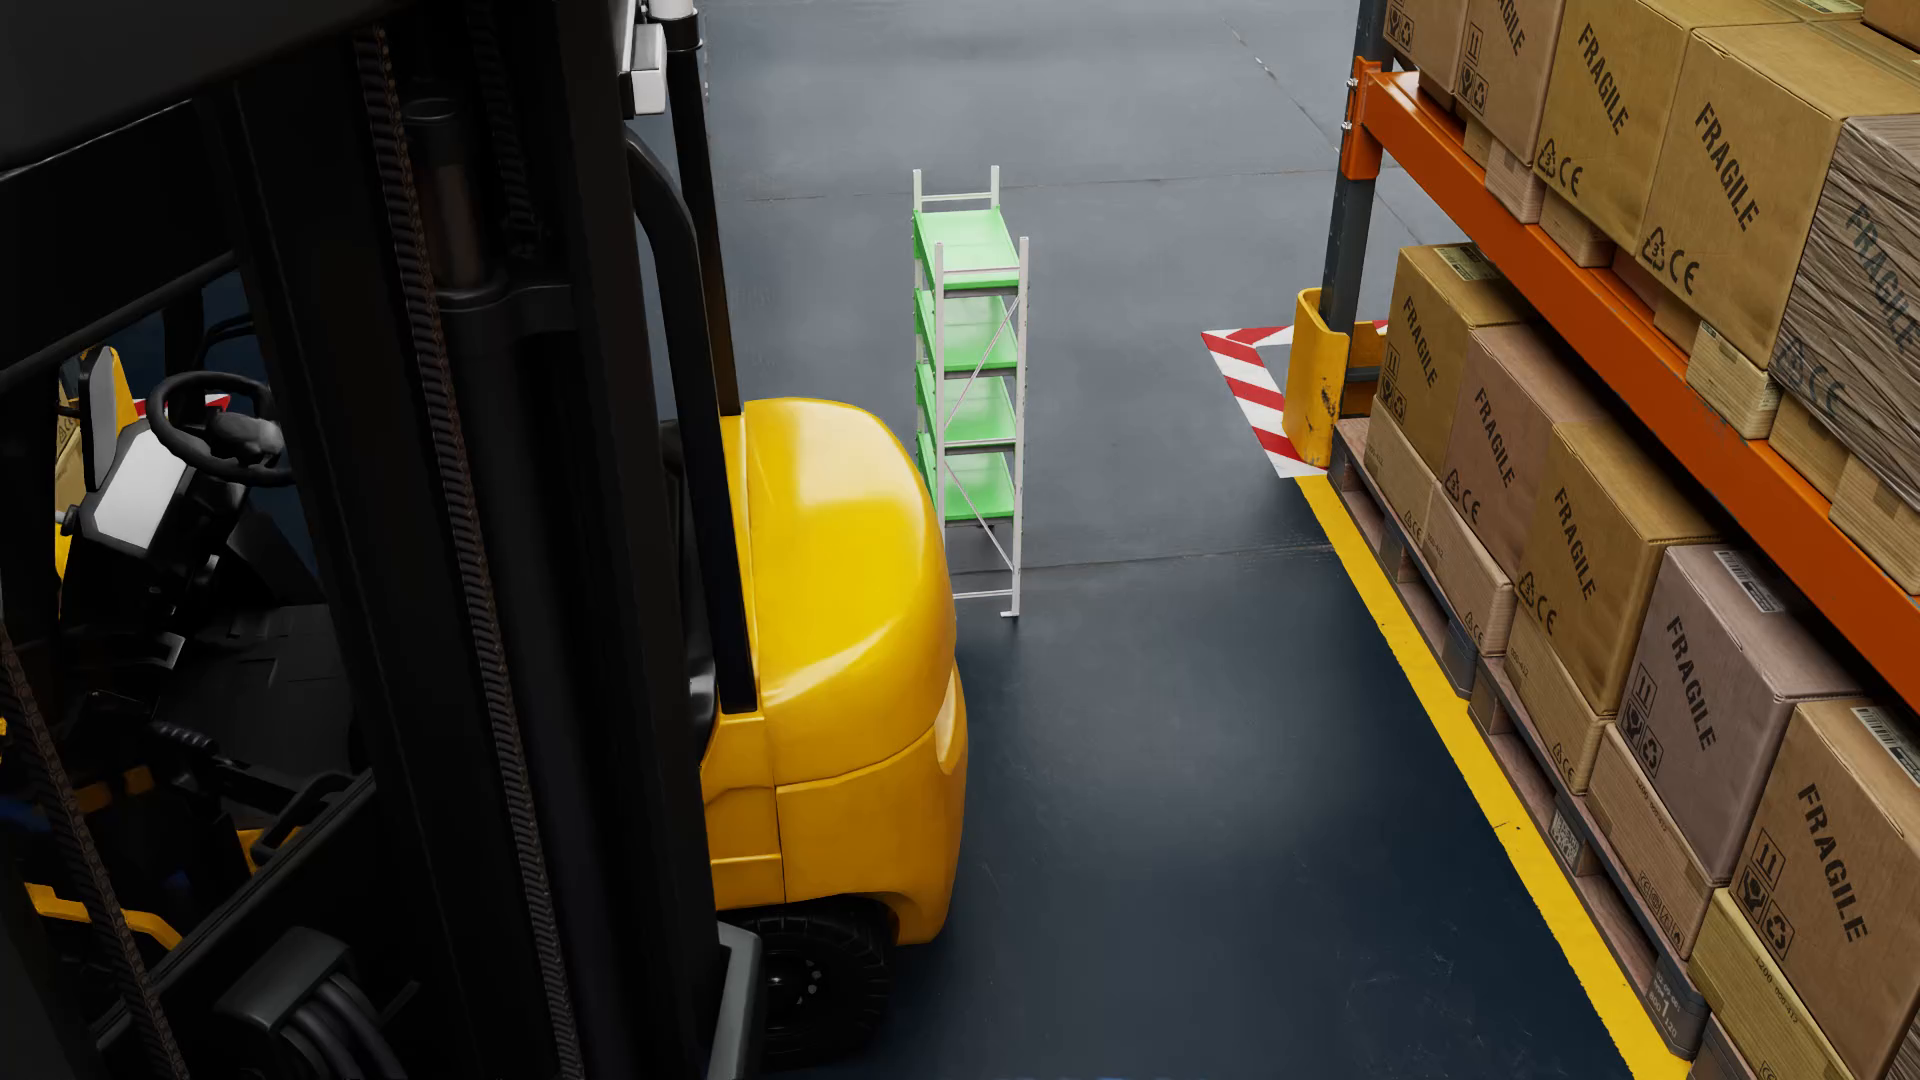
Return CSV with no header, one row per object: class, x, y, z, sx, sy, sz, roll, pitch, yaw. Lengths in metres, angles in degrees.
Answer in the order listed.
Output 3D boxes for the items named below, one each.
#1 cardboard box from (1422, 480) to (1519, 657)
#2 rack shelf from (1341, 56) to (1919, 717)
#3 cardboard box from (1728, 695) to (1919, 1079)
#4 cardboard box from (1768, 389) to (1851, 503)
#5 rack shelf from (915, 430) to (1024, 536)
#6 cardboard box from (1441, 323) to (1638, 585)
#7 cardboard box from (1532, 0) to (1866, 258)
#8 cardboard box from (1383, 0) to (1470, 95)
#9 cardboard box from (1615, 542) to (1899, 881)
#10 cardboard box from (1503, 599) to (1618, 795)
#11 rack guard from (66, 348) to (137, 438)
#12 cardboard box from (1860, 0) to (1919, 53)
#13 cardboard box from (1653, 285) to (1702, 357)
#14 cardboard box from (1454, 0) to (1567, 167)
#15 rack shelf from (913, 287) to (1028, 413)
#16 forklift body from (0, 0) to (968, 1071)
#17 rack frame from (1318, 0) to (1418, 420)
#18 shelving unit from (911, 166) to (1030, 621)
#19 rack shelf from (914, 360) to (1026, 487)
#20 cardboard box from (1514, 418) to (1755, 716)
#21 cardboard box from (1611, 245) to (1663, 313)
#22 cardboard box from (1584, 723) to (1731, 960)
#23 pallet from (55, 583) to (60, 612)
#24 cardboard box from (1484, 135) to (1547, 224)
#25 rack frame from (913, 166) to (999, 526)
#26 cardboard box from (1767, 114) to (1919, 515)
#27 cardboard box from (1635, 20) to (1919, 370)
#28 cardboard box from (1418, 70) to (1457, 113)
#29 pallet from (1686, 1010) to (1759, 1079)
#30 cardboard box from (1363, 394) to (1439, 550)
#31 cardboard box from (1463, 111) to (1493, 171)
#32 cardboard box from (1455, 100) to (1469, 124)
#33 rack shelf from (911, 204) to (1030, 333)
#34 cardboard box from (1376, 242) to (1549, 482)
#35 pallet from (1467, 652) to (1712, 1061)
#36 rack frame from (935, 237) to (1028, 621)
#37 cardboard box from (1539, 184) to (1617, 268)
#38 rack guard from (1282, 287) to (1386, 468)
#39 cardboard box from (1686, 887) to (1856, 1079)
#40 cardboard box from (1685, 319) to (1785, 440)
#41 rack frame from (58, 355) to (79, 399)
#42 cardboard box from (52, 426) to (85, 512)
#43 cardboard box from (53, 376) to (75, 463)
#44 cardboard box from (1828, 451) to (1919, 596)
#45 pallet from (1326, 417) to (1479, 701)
cardboard box,1.610,0.058,4.571,0.500,0.250,0.500,-3,34,-5
rack shelf,1.983,-0.248,3.589,1.077,0.370,4.000,-4,35,-6
cardboard box,1.836,0.630,3.065,0.500,0.500,0.500,-4,34,-6
cardboard box,1.762,-0.194,3.094,0.380,0.149,0.250,-5,35,-7
rack shelf,0.022,-0.152,4.948,0.258,0.148,0.480,-4,35,-6
cardboard box,1.627,-0.233,4.331,0.500,0.500,0.500,-6,35,-8
cardboard box,1.646,-0.967,3.653,0.500,0.500,0.500,-5,35,-7
cardboard box,1.503,-1.540,4.494,0.500,0.500,0.500,-5,35,-7
cardboard box,1.767,0.345,3.483,0.500,0.500,0.500,-3,34,-4
cardboard box,1.696,0.361,4.125,0.500,0.250,0.500,-2,34,-3
rack guard,-3.207,-0.264,5.193,1.175,0.500,0.348,-4,35,-6
cardboard box,2.160,-1.122,2.992,0.700,0.500,0.500,-5,35,-7
cardboard box,1.716,-0.479,3.513,0.380,0.149,0.250,-5,35,-8
cardboard box,1.576,-1.252,4.070,0.500,0.500,0.500,-3,34,-5
rack shelf,0.022,-0.549,4.677,0.258,0.148,0.480,-4,35,-6
forklift body,-1.141,-0.013,3.359,2.313,2.155,1.214,-4,35,-6
rack frame,1.714,-1.662,5.025,1.000,3.000,0.127,-4,35,-6
shelving unit,0.022,-0.403,4.777,0.258,1.200,0.503,-4,35,-6
rack shelf,0.022,-0.351,4.813,0.258,0.148,0.480,-4,35,-6
cardboard box,1.686,0.048,3.919,0.500,0.500,0.500,-4,34,-5
cardboard box,1.710,-0.629,3.732,0.380,0.149,0.250,-3,34,-5
cardboard box,1.761,0.643,3.711,0.500,0.250,0.500,-4,34,-6
pallet,-3.060,0.292,4.634,1.003,0.211,1.213,-4,35,-6
cardboard box,1.547,-0.913,4.150,0.380,0.149,0.250,-4,34,-6
rack frame,-0.011,-0.540,4.976,0.240,1.200,0.015,-4,35,-6
cardboard box,1.795,-0.399,2.819,0.500,0.500,0.500,-3,34,-5
cardboard box,1.722,-0.684,3.238,0.500,0.500,0.500,-5,35,-7
cardboard box,1.555,-1.353,4.794,0.380,0.149,0.250,-4,35,-6
pallet,2.127,1.351,3.080,1.003,0.211,1.213,-4,35,-6
cardboard box,1.548,-0.228,4.989,0.500,0.250,0.500,-5,35,-7
cardboard box,1.558,-1.059,4.363,0.380,0.149,0.250,-5,35,-8
cardboard box,1.603,-1.213,4.589,0.380,0.149,0.250,-4,34,-6
rack shelf,0.022,-0.747,4.542,0.258,0.148,0.480,-4,35,-6
cardboard box,1.552,-0.524,4.759,0.500,0.500,0.500,-5,35,-8
pallet,1.959,0.668,4.082,1.003,0.211,1.213,-4,35,-6
rack frame,0.055,-0.267,4.577,0.240,1.200,0.015,-4,35,-6
cardboard box,1.615,-0.772,3.942,0.380,0.149,0.250,-3,34,-5
rack guard,1.724,-0.586,5.666,1.175,0.500,0.348,-4,35,-6
cardboard box,1.825,0.927,3.294,0.500,0.250,0.500,-5,35,-8
cardboard box,1.692,-0.334,3.300,0.380,0.149,0.250,-4,34,-6
rack frame,-3.204,-1.284,4.470,1.000,3.000,0.127,-4,35,-6
cardboard box,-2.828,-0.083,4.776,0.500,0.250,0.500,-4,34,-6
cardboard box,-2.829,-0.279,4.621,0.500,0.250,0.500,-5,35,-7
cardboard box,1.767,-0.049,2.881,0.380,0.149,0.250,-5,35,-7
pallet,1.798,-0.011,5.078,1.003,0.211,1.213,-4,35,-6
